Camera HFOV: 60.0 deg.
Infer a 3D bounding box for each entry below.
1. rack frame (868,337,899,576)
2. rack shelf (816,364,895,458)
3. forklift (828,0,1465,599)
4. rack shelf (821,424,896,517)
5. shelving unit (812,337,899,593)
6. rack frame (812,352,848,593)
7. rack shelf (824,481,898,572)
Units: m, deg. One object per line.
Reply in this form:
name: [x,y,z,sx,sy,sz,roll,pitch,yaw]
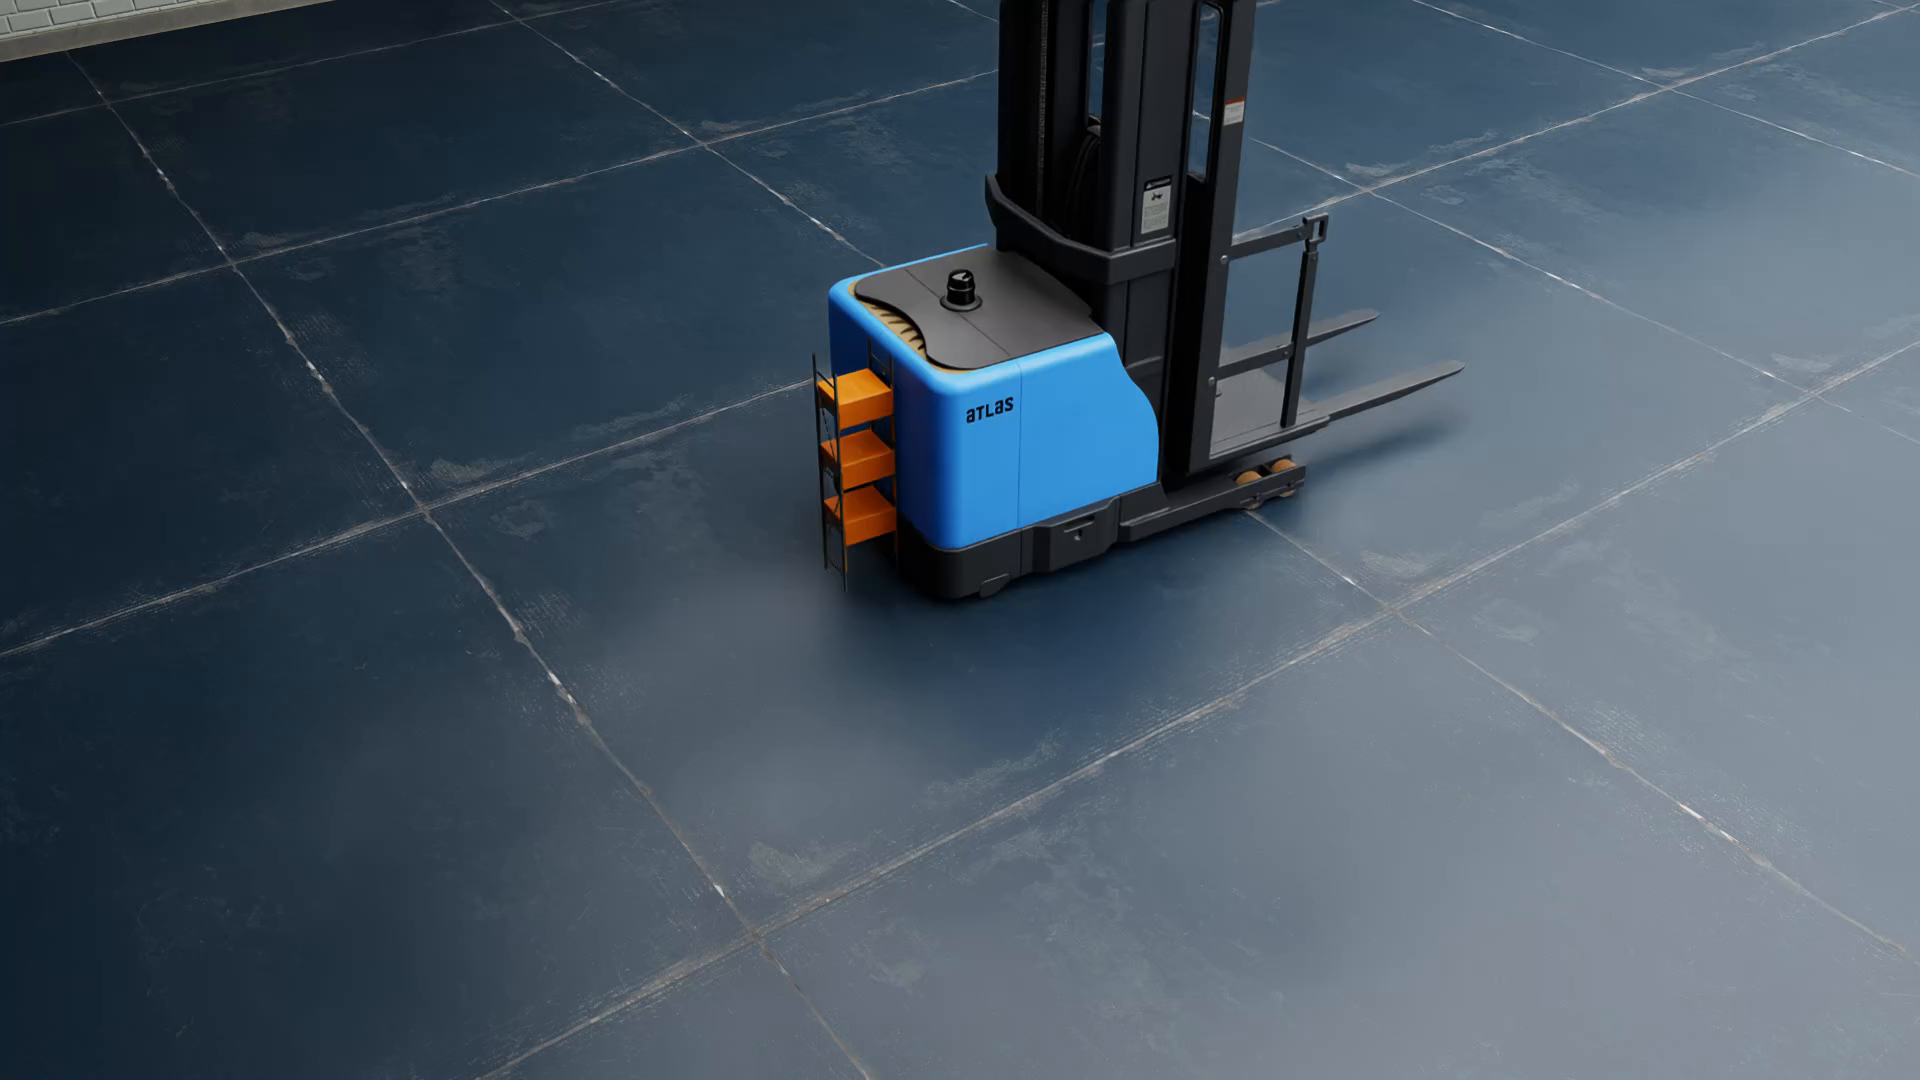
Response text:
rack frame: [-0.311,-0.327,6.805,0.008,1.050,0.200,-19,40,-24]
rack shelf: [-0.417,-0.513,6.596,0.240,0.259,0.215,-19,40,-24]
forklift: [0.970,-1.576,6.932,3.031,2.935,1.130,-19,40,-24]
rack shelf: [-0.417,-0.282,6.762,0.240,0.259,0.215,-19,40,-24]
shelving unit: [-0.417,-0.291,6.756,0.252,1.050,0.215,-19,40,-24]
rack frame: [-0.522,-0.255,6.706,0.008,1.050,0.200,-19,40,-24]
rack shelf: [-0.417,-0.057,6.924,0.240,0.259,0.215,-19,40,-24]
